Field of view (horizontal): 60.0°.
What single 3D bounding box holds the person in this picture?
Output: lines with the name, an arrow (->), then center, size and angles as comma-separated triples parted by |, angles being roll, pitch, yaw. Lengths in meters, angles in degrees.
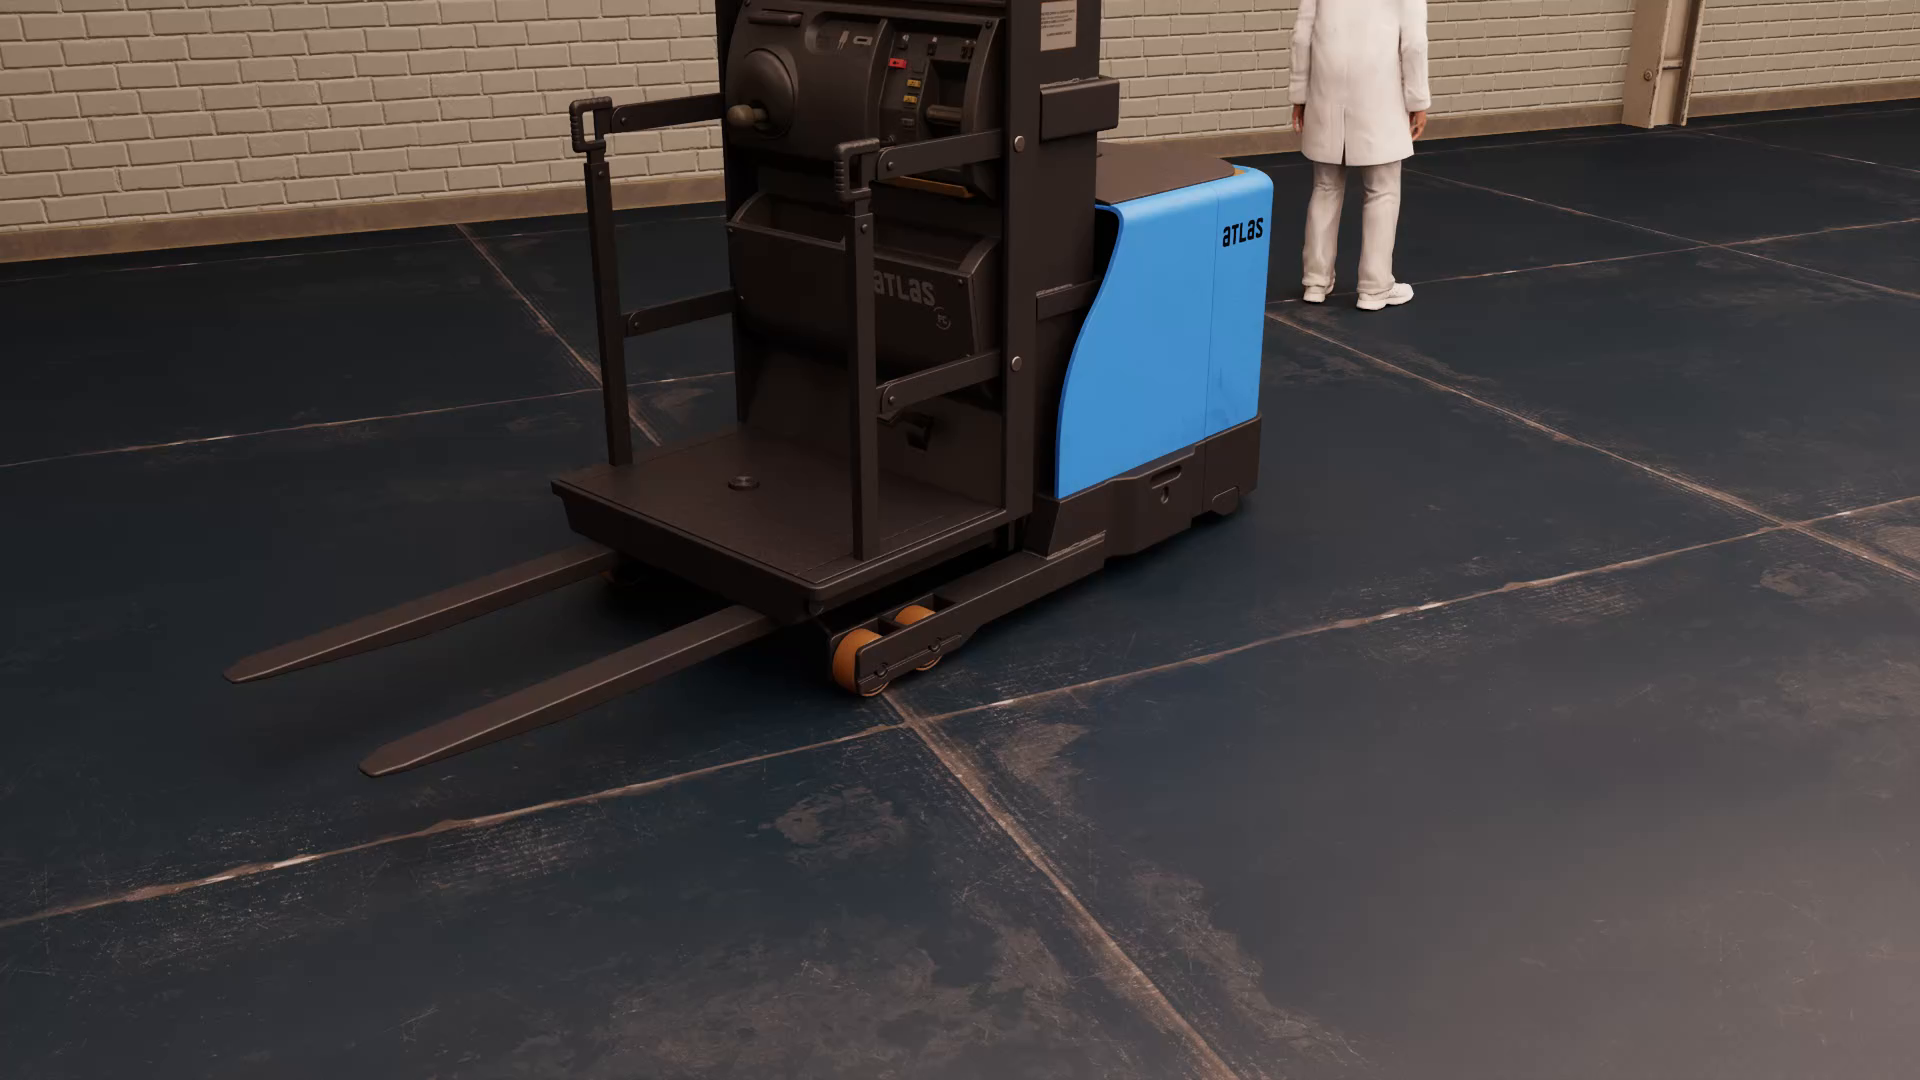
person -> 1.788, -1.955, 7.499 | 0.656, 1.775, 0.425 | 13, 26, 28

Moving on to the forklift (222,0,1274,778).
forklift -> -0.413, -1.182, 4.131 | 1.130, 2.935, 3.031 | 19, 29, 39
